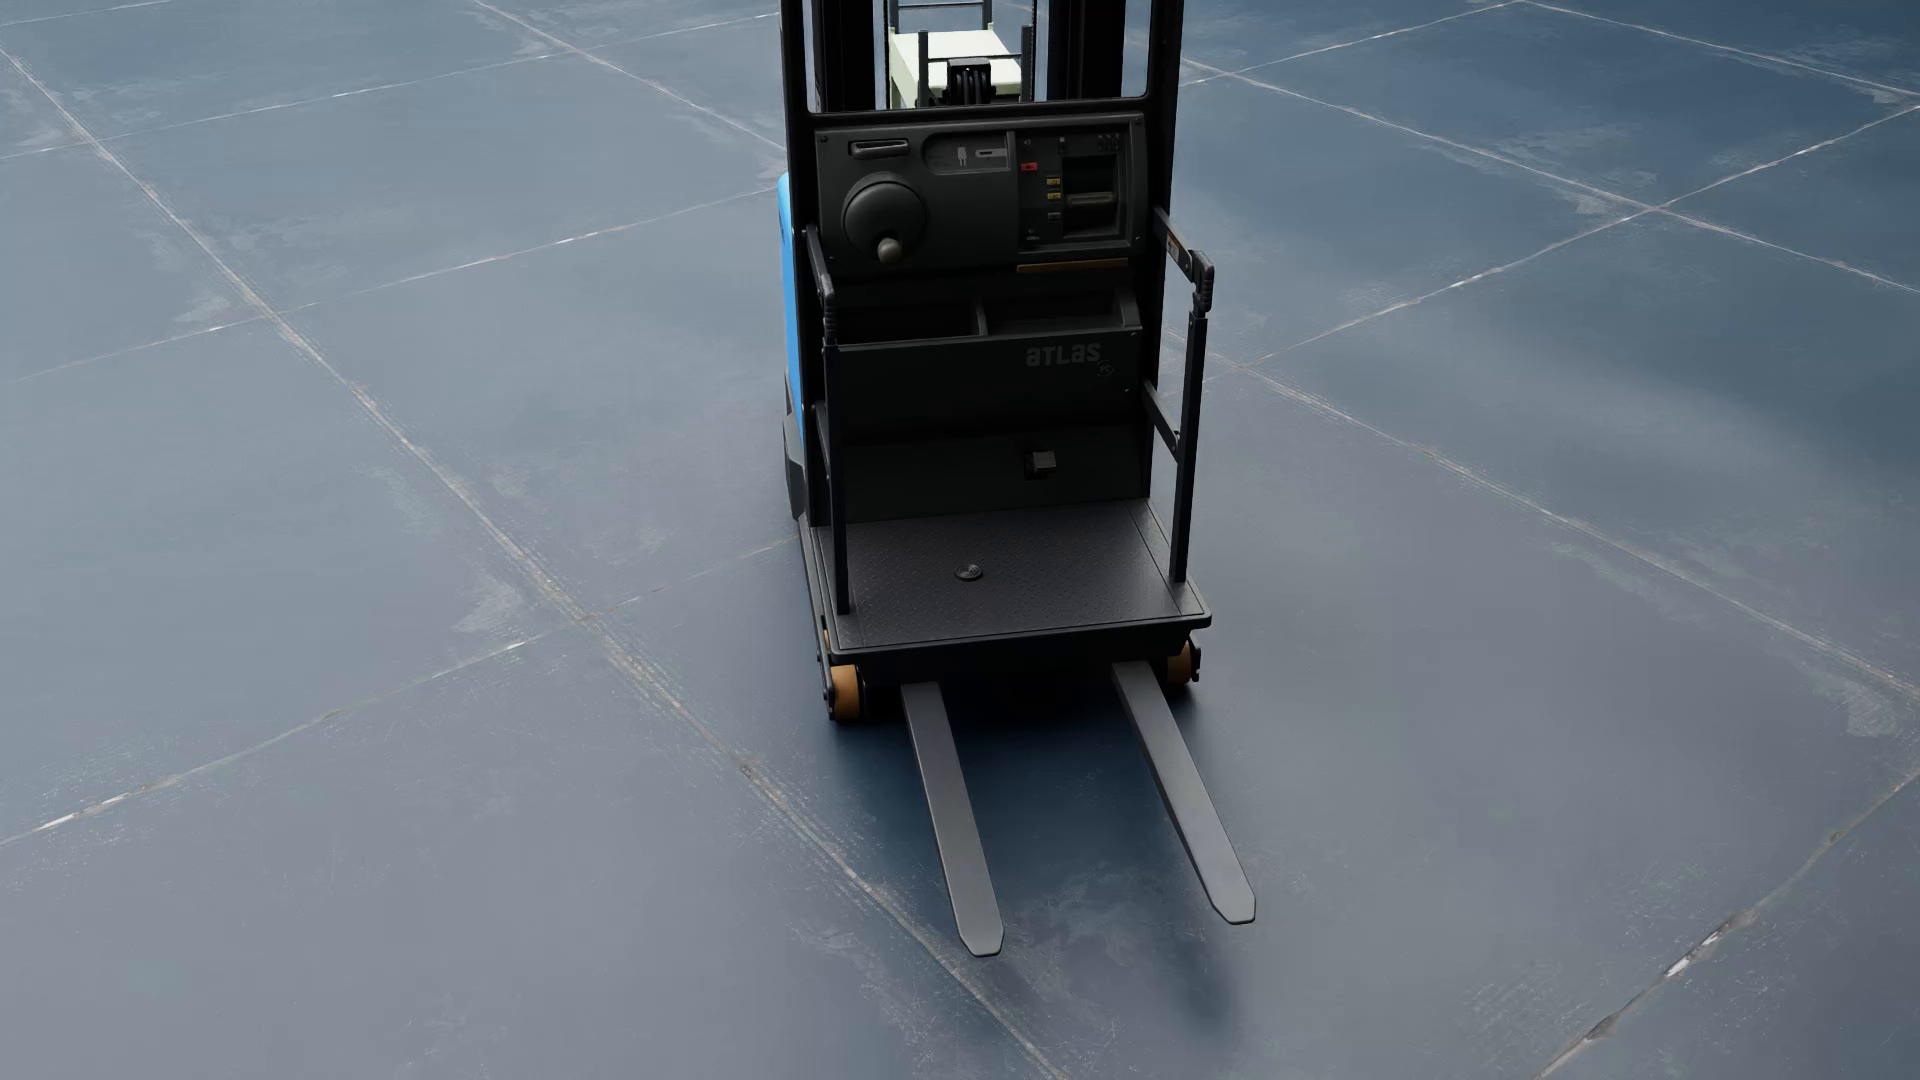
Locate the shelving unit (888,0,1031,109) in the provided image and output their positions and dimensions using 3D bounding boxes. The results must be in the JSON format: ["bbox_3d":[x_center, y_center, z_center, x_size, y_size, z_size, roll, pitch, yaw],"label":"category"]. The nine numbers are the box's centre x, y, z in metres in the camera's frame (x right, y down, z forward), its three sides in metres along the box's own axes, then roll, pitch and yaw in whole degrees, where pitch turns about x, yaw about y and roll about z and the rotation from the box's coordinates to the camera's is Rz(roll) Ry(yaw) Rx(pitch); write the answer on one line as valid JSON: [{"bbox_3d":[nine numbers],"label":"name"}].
[{"bbox_3d":[-0.012,-1.330,6.470,0.431,1.500,0.755,-5,32,-9],"label":"shelving unit"}]

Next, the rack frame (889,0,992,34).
[{"bbox_3d":[-0.076,-1.520,6.776,0.400,1.500,0.023,-5,32,-9],"label":"rack frame"}]

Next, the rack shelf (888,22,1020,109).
[{"bbox_3d":[-0.012,-1.662,6.264,0.431,0.370,0.720,-5,32,-9],"label":"rack shelf"}]

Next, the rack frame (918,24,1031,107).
[{"bbox_3d":[0.052,-1.140,6.164,0.400,1.500,0.023,-5,32,-9],"label":"rack frame"}]

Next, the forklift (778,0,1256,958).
[{"bbox_3d":[0.105,-0.922,4.456,1.130,2.935,3.031,-5,32,-8],"label":"forklift"}]
